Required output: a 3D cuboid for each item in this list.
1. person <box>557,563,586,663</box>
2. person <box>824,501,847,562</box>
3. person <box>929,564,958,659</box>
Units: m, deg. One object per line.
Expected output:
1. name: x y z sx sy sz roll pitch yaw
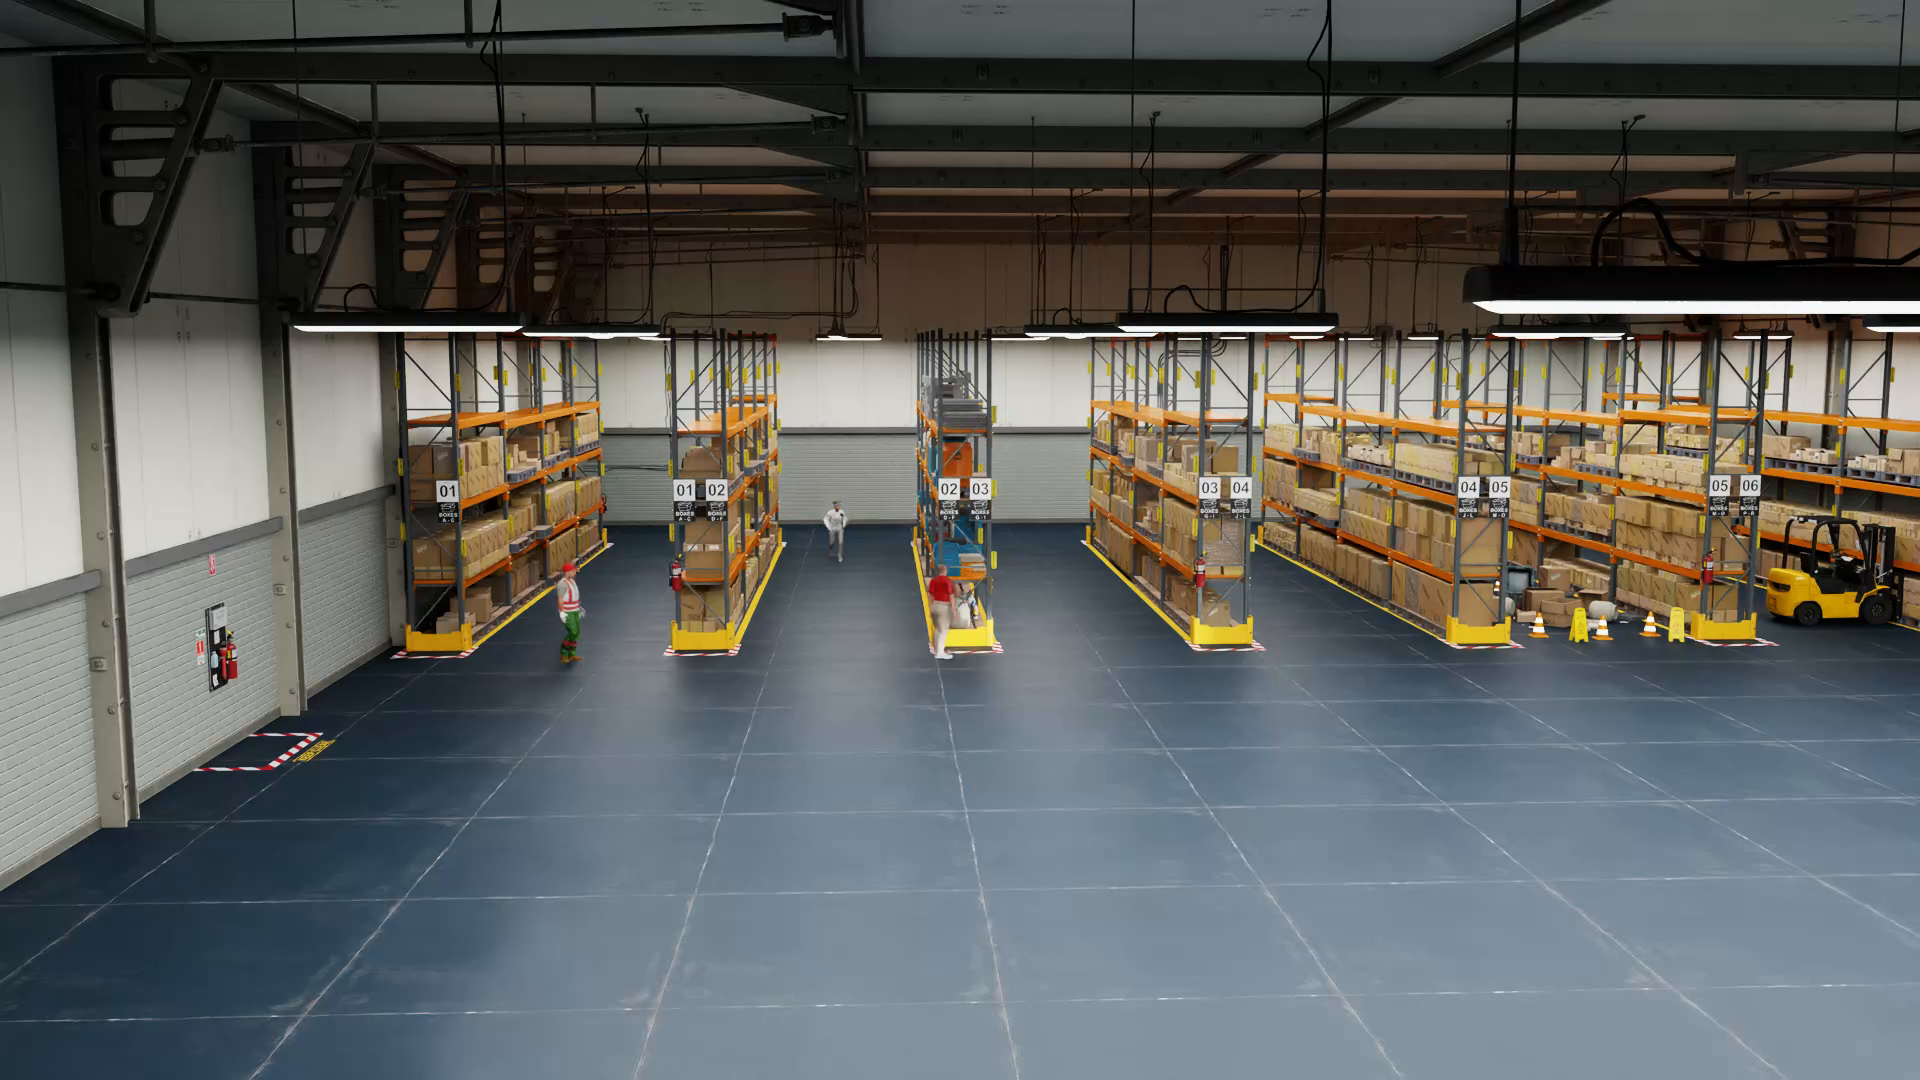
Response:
1. person: -7.031 1.319 30.089 0.396 1.815 0.604 2 7 15
2. person: -3.290 -0.243 44.056 0.626 1.624 0.637 -1 7 -6
3. person: -0.278 1.303 30.409 0.498 1.745 0.638 -5 8 -37
